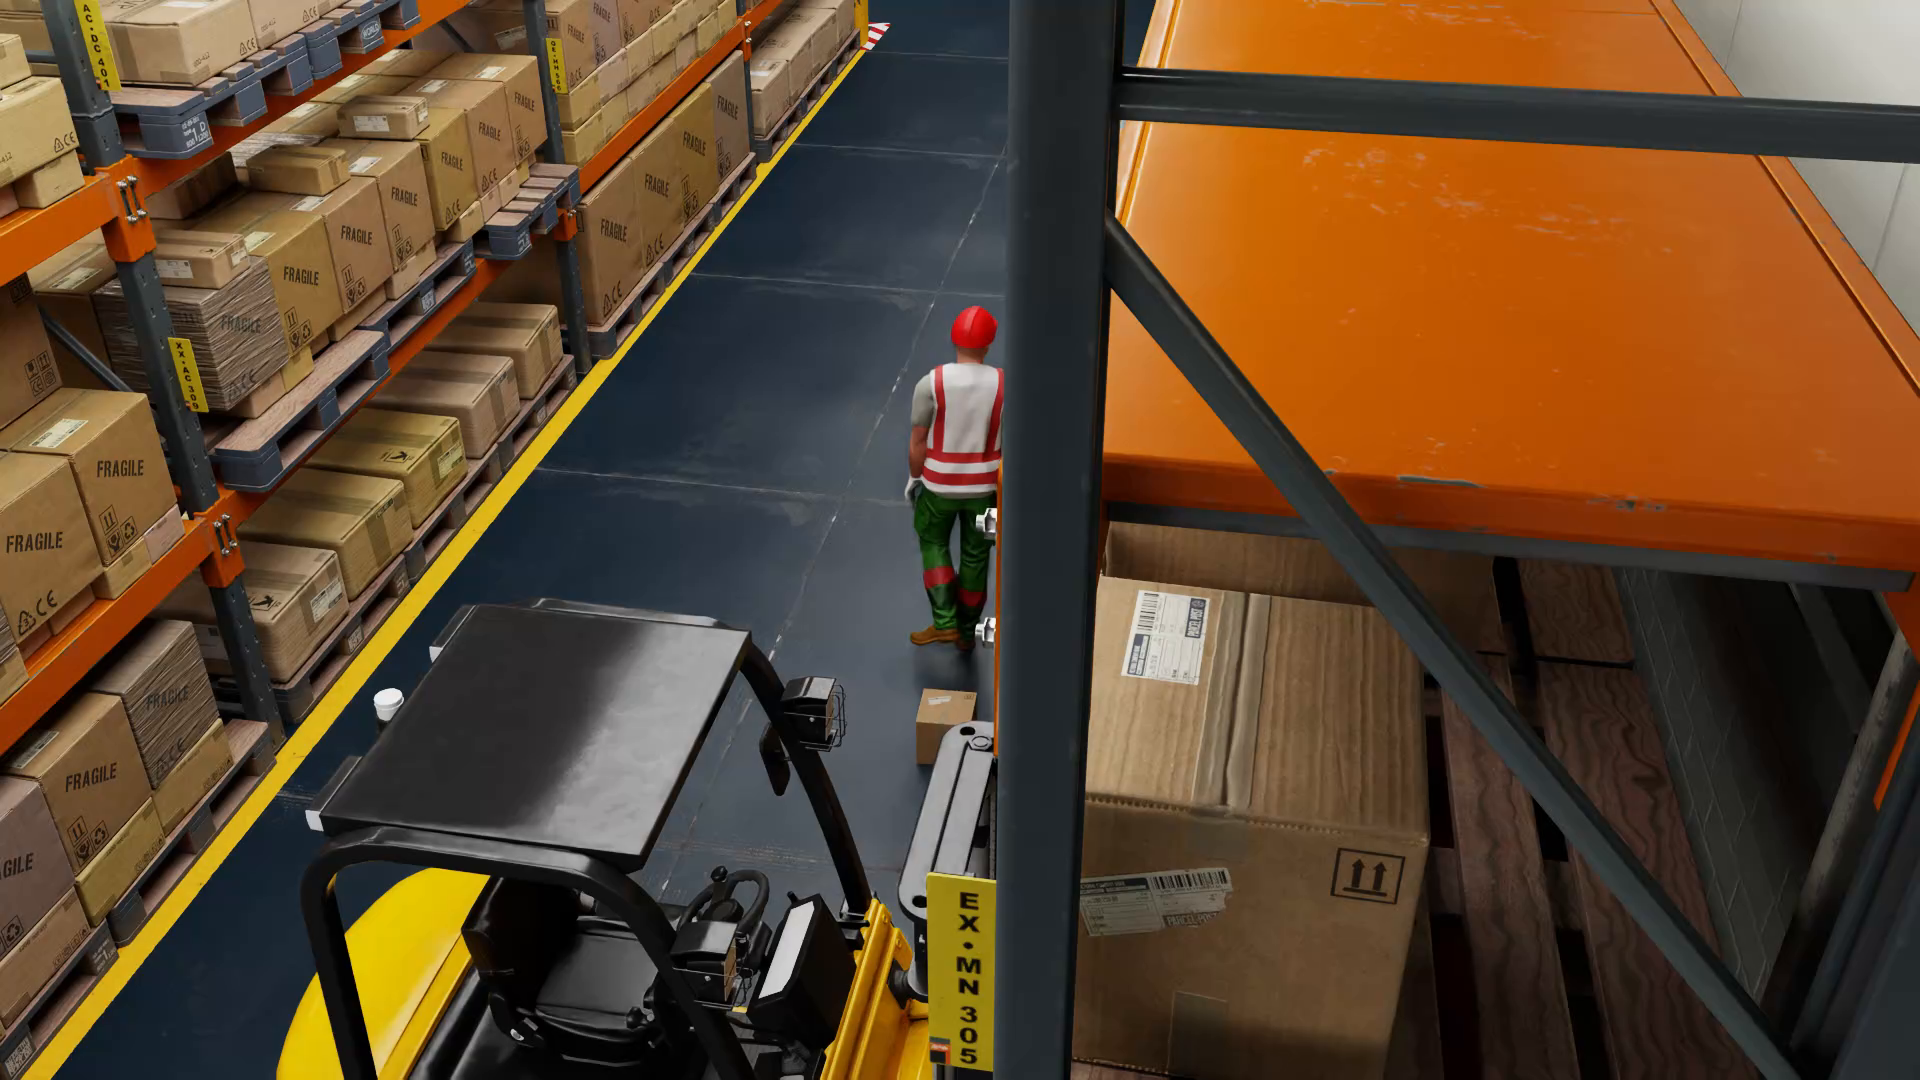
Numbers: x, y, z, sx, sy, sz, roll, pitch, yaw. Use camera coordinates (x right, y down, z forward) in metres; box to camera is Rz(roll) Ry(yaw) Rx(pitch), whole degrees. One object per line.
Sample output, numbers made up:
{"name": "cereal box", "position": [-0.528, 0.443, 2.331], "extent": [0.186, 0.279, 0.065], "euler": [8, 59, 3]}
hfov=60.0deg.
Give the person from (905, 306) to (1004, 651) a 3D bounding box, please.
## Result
{"name": "person", "position": [0.019, -0.242, 7.985], "extent": [0.572, 1.784, 0.558], "euler": [-1, 32, -2]}
